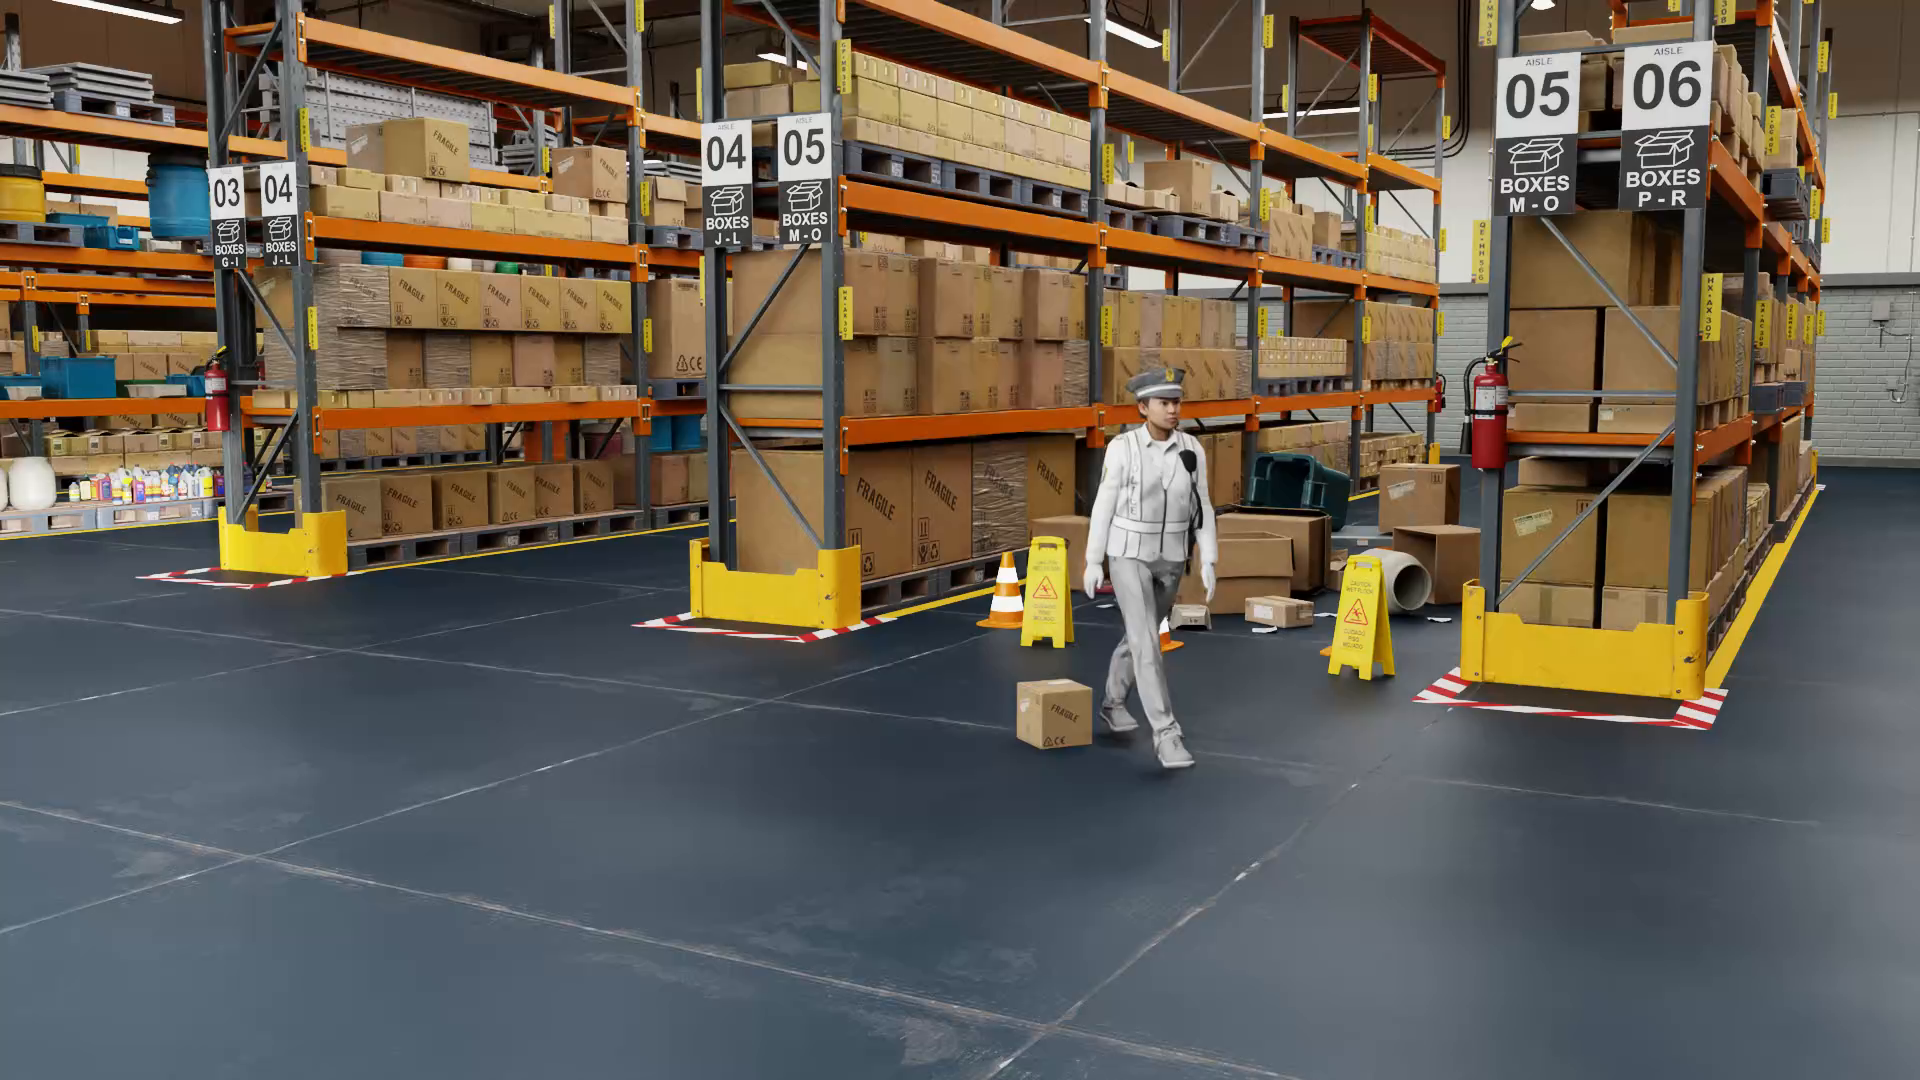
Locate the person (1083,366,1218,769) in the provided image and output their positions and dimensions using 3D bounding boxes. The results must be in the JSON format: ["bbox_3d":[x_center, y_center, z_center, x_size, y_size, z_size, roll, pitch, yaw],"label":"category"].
[{"bbox_3d":[0.836,0.076,6.996,0.510,1.607,1.010,-2,6,-21],"label":"person"}]
